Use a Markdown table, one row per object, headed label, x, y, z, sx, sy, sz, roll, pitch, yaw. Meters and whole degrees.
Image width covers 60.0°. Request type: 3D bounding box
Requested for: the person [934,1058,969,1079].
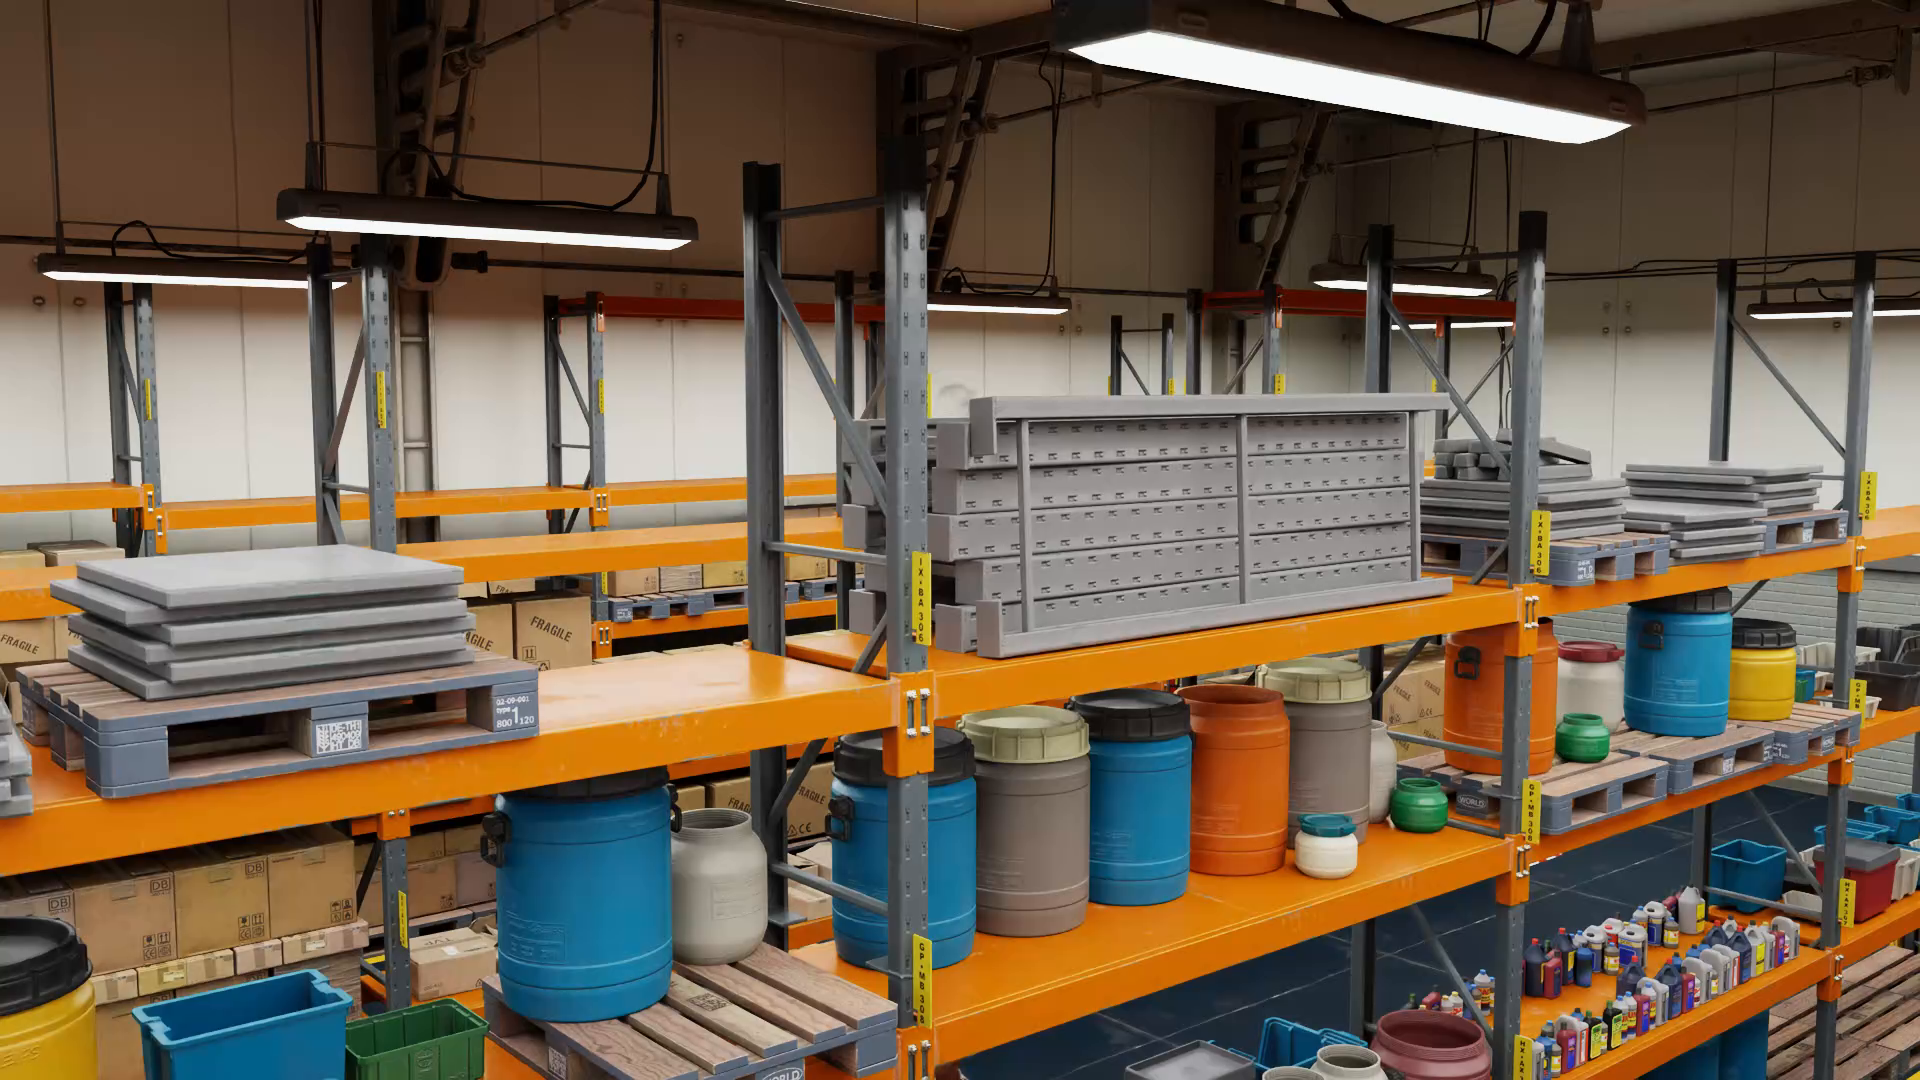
| label | x | y | z | sx | sy | sz | roll | pitch | yaw |
| --- | --- | --- | --- | --- | --- | --- | --- | --- | --- |
| person | -0.098 | 3.448 | 8.787 | 0.759 | 1.829 | 0.669 | -5 | 8 | -43 |
